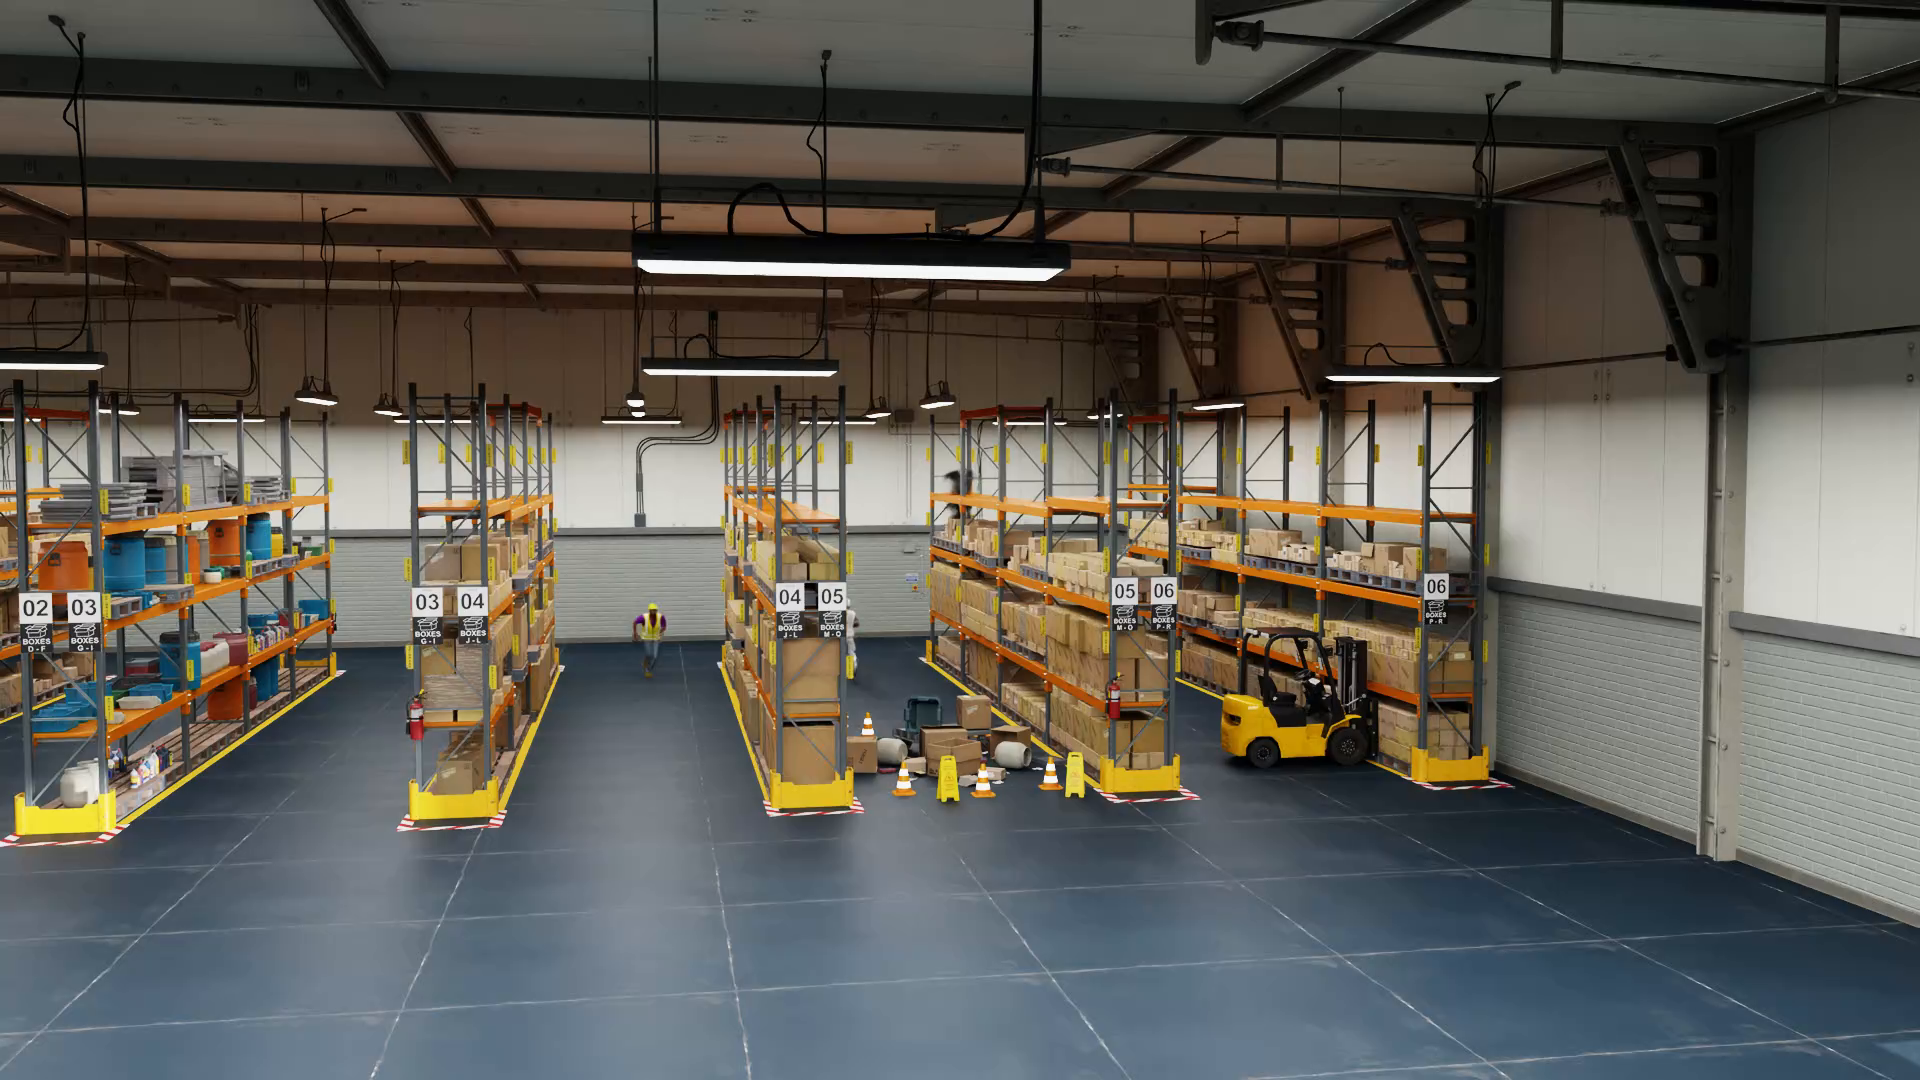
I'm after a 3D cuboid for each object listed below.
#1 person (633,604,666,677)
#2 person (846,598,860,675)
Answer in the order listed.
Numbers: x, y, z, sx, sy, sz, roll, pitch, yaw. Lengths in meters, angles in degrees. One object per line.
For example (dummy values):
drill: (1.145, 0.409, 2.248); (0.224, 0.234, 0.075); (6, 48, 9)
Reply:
person: (-6.962, 2.269, 37.459); (0.704, 1.683, 0.709); (-1, 3, -26)
person: (-2.575, 2.193, 37.420); (0.672, 1.764, 1.000); (-1, 3, -21)
